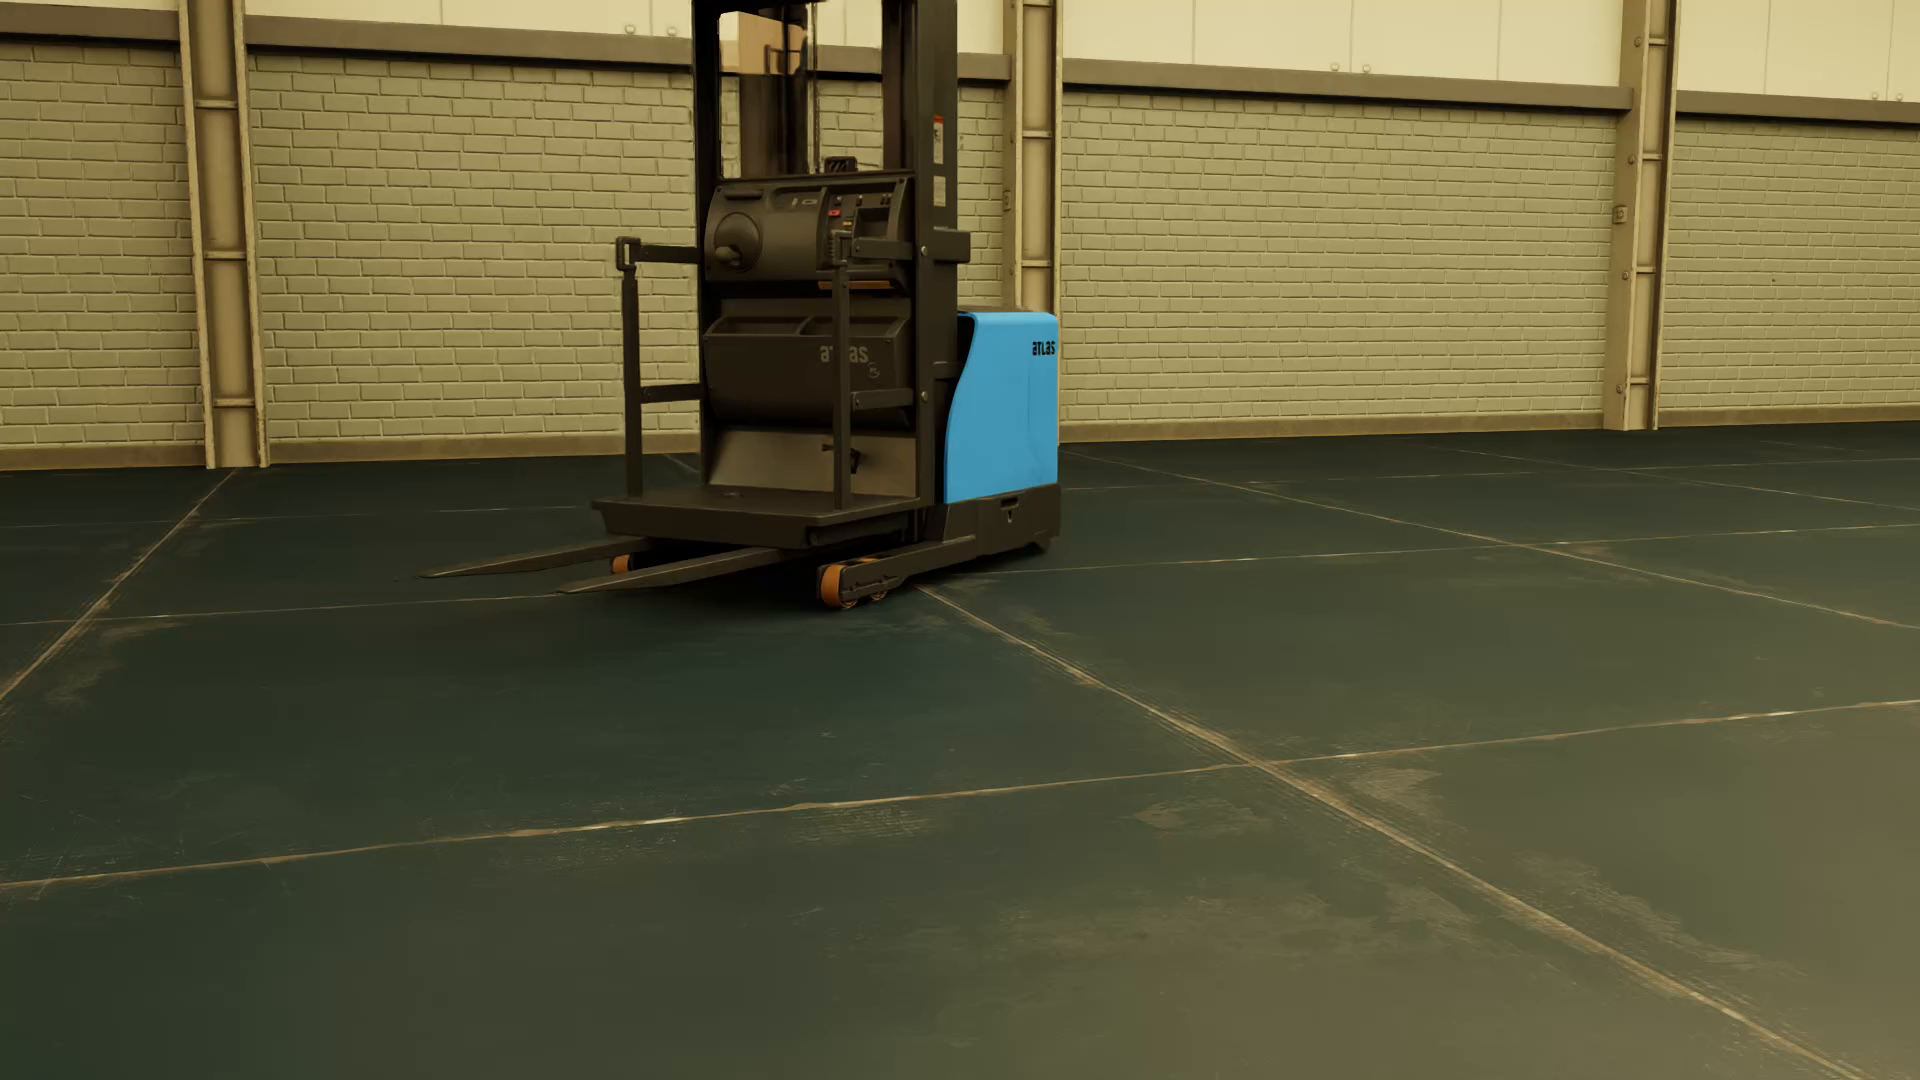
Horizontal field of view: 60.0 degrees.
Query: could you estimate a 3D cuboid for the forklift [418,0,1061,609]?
[{"bbox_3d":[-0.722,-1.271,6.390,1.130,2.935,3.031,5,9,30],"label":"forklift"}]
